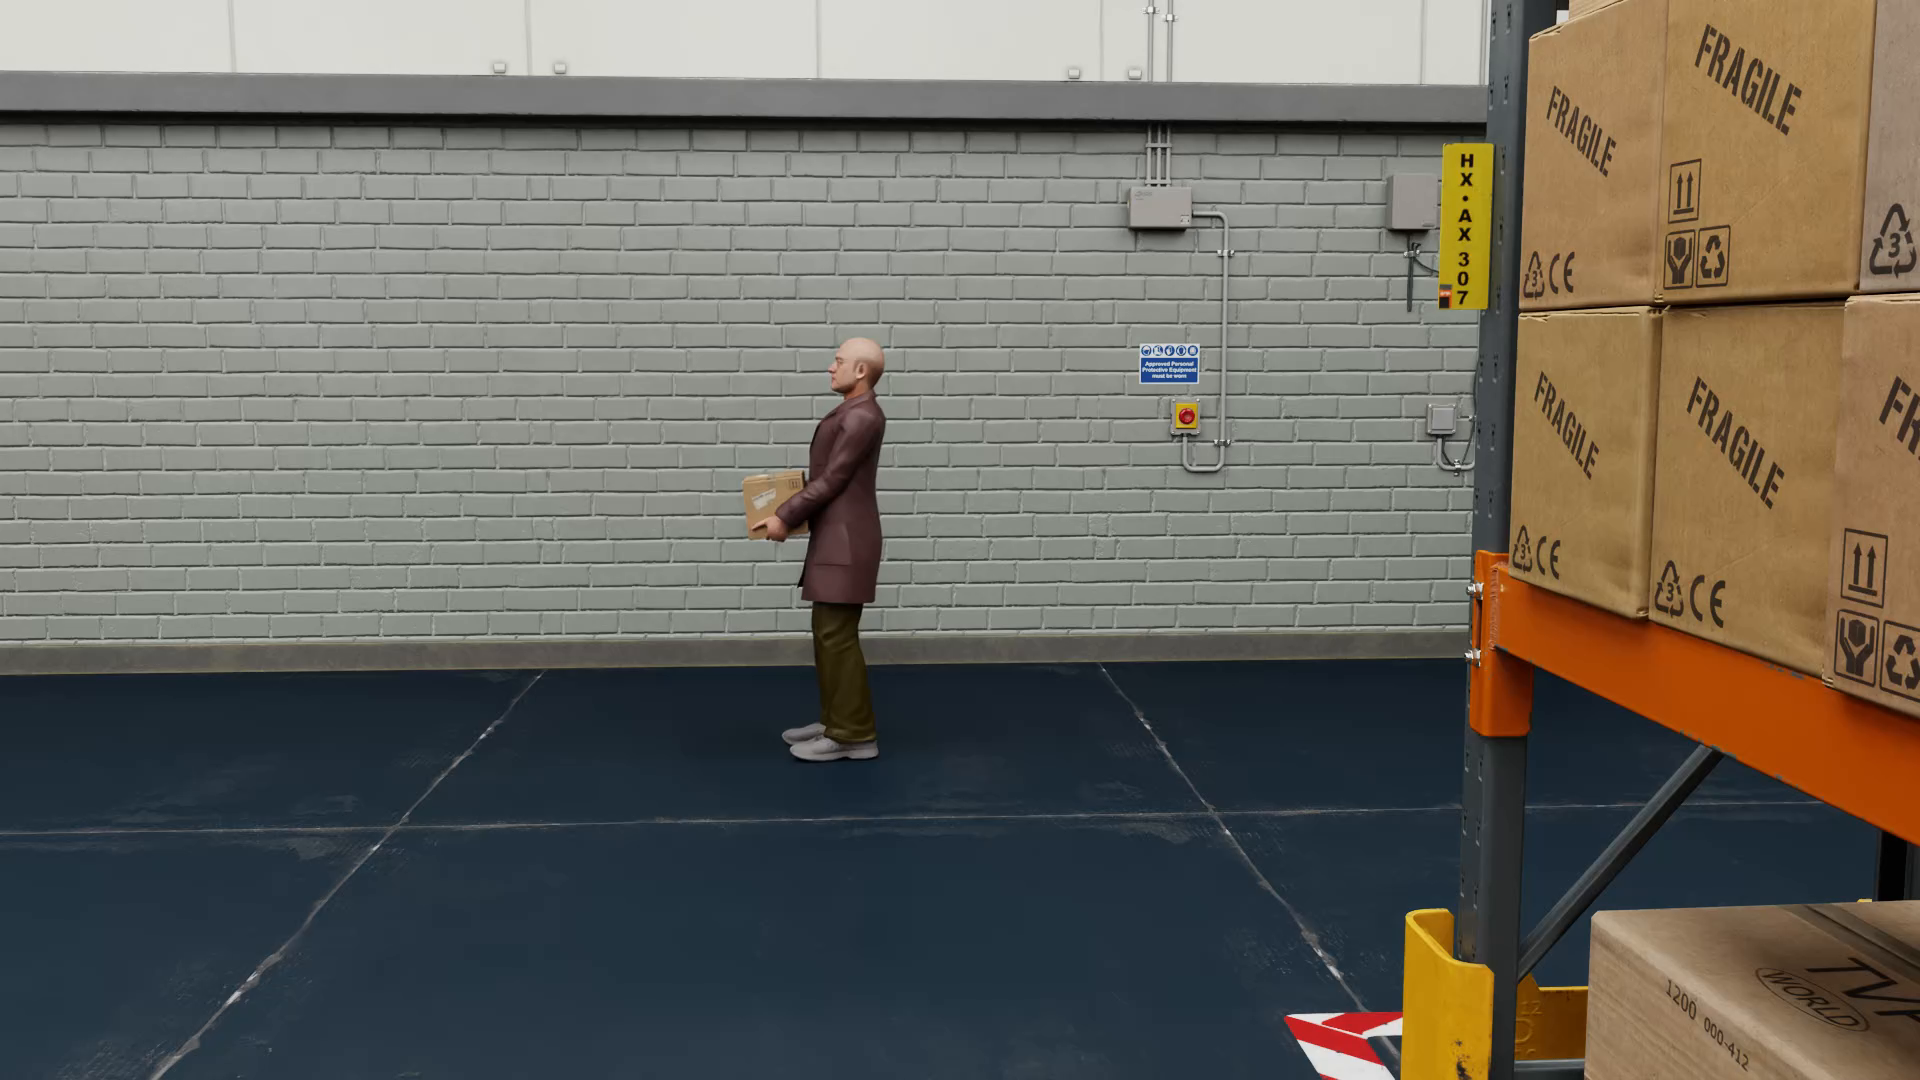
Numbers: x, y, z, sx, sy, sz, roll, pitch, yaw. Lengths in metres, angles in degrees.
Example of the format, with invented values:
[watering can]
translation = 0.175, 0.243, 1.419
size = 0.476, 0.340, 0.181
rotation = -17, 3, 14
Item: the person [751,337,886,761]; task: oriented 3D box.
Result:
[person]
translation = -0.592, 0.033, 7.041
size = 0.563, 1.769, 0.527
rotation = 0, 7, -3
